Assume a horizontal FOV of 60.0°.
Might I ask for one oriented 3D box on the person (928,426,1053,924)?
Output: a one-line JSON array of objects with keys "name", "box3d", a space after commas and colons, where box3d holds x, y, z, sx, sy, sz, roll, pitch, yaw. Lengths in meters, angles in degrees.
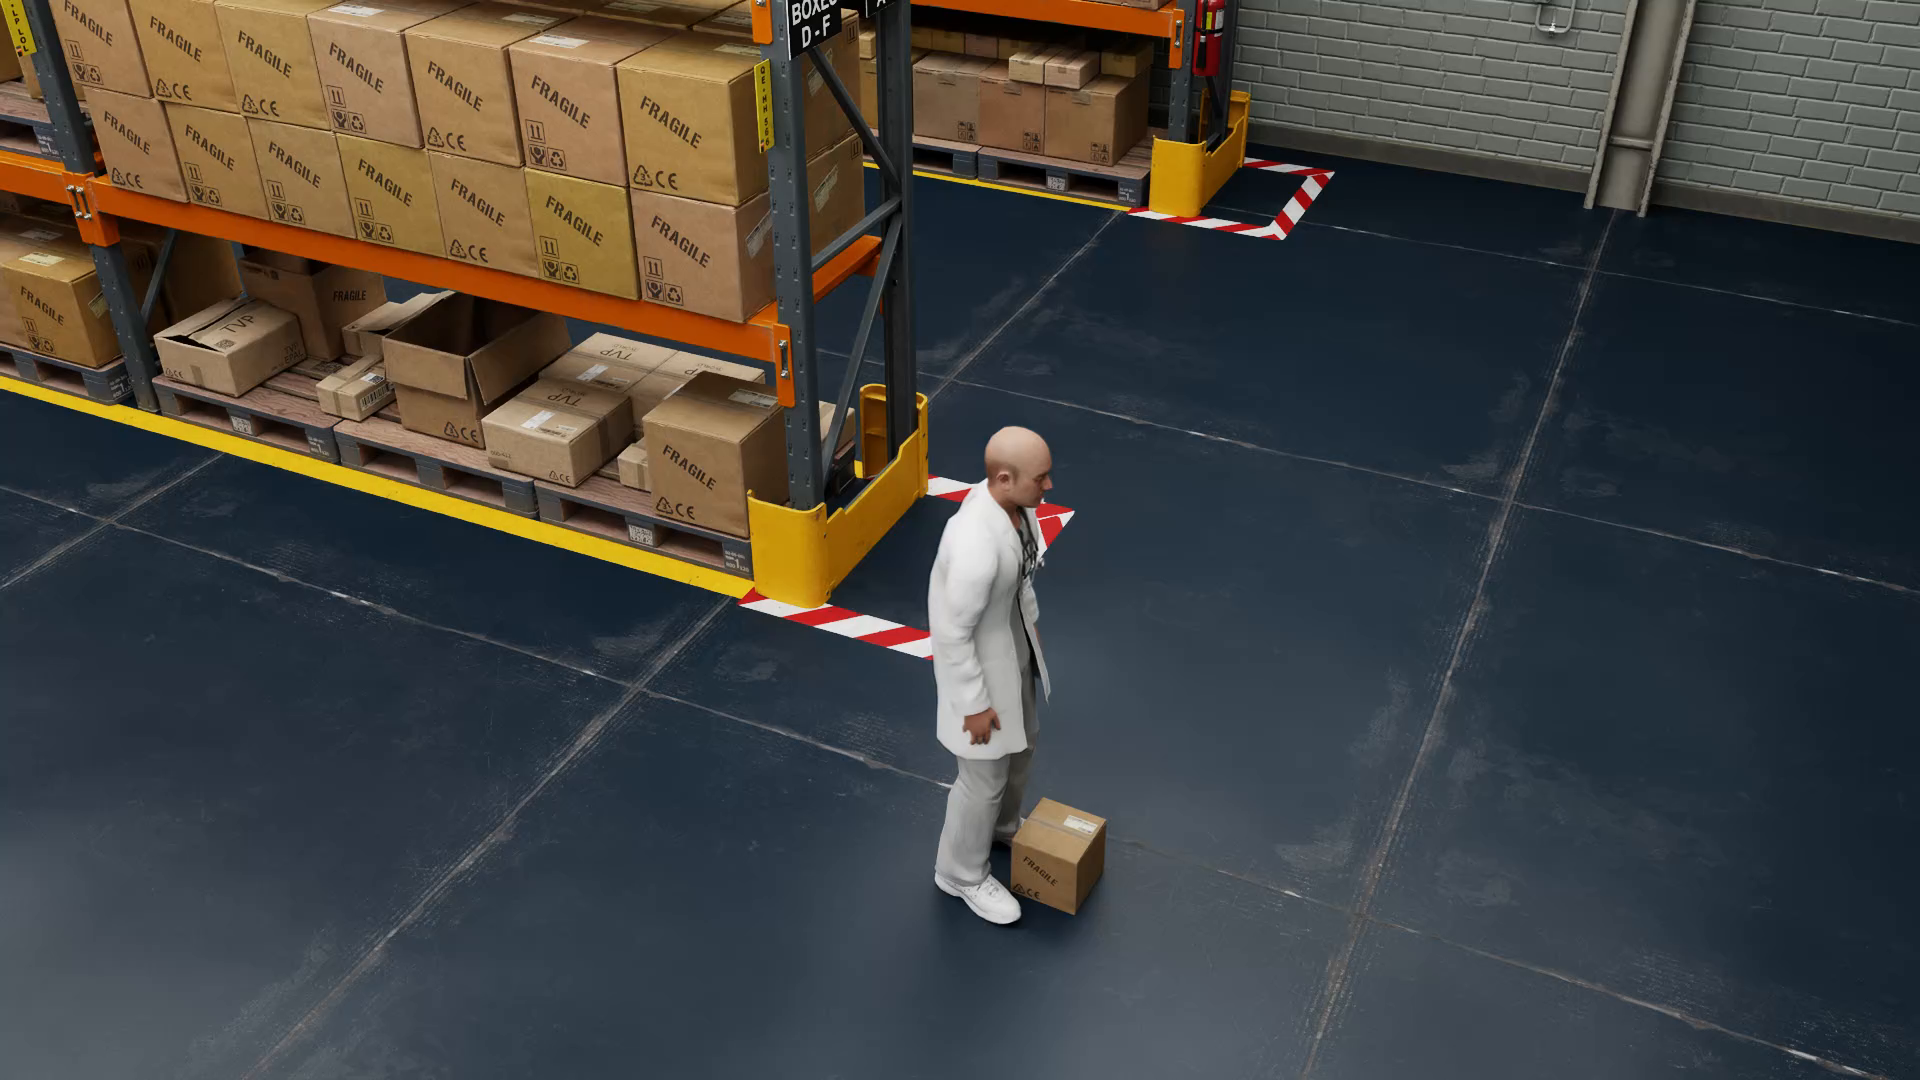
[{"name": "person", "box3d": [0.121, 0.411, 5.529, 0.429, 1.772, 0.649, 12, 35, 18]}]
